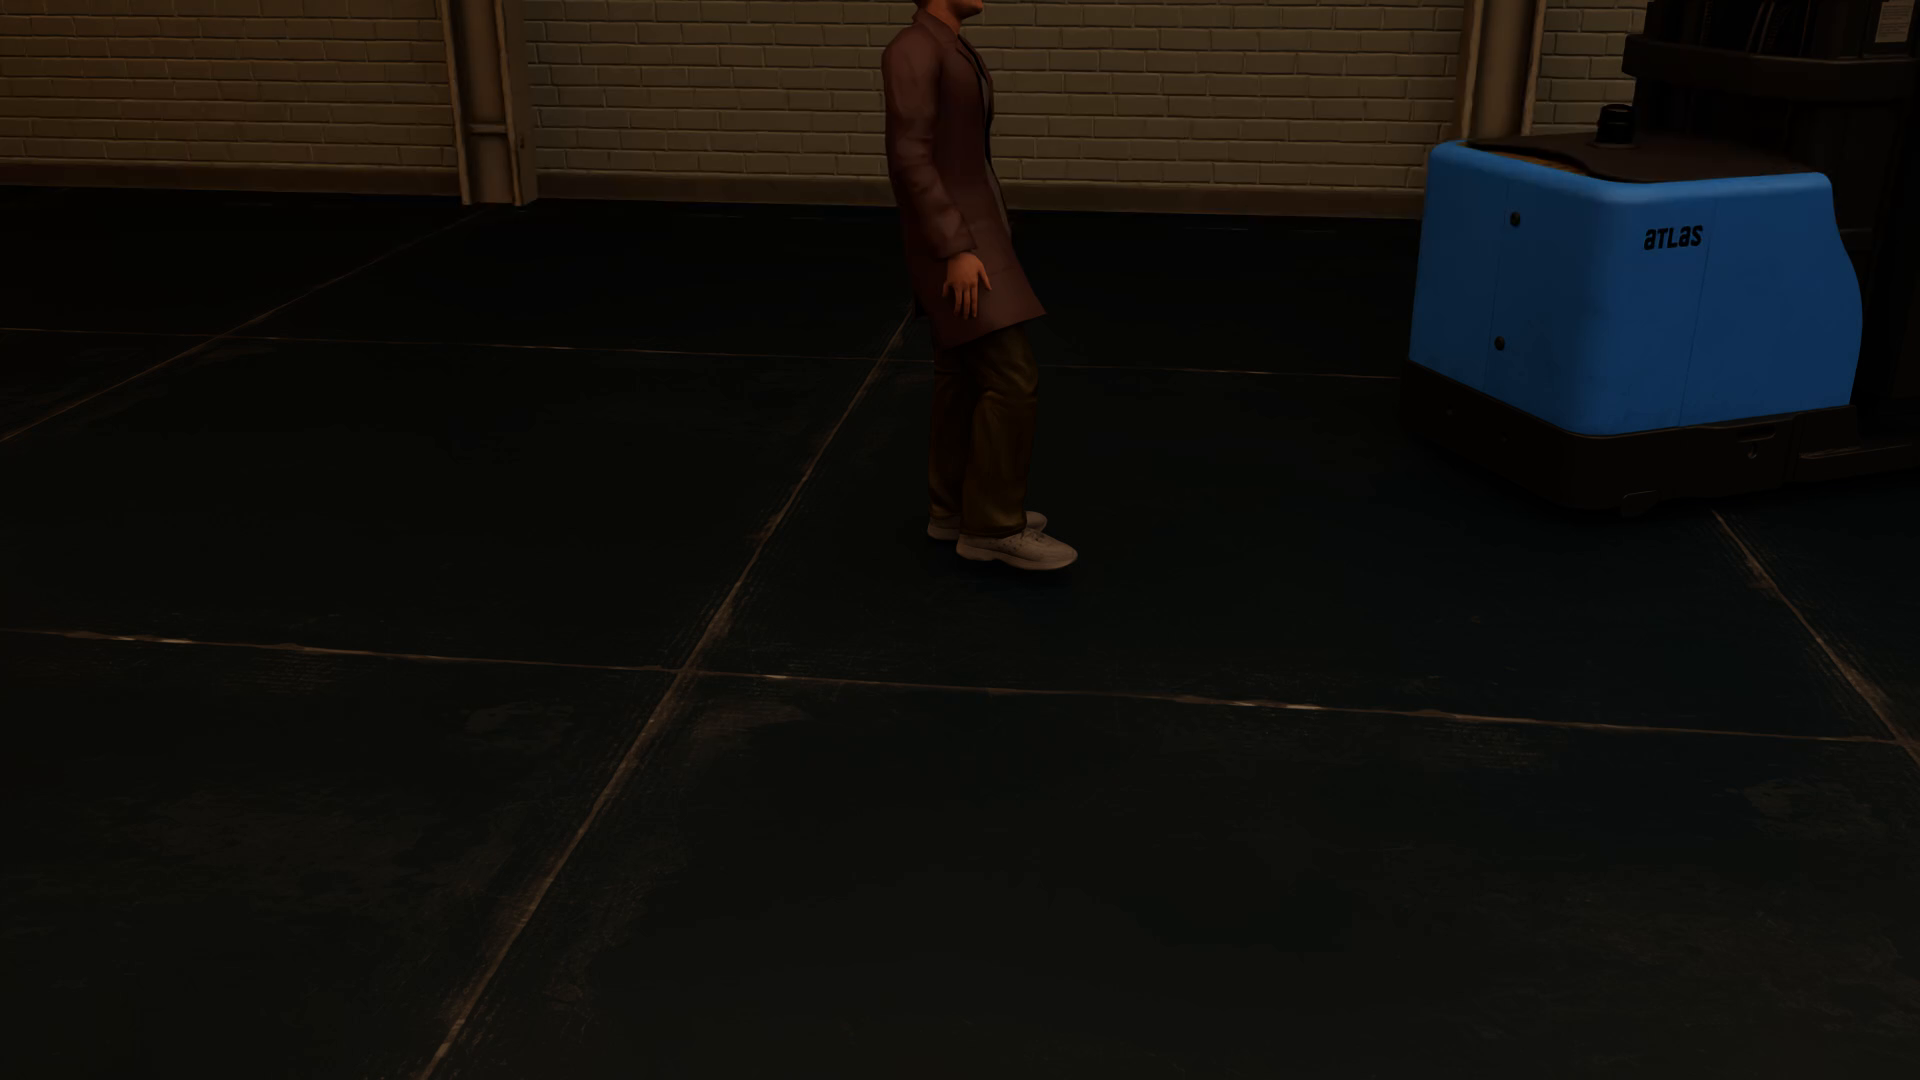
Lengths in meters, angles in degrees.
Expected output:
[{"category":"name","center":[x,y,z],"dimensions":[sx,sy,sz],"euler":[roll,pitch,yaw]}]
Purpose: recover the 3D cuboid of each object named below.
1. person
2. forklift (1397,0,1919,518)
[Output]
[{"category":"person","center":[0.090,-0.825,4.827],"dimensions":[0.583,1.774,0.694],"euler":[3,22,7]},{"category":"forklift","center":[3.165,-1.749,5.598],"dimensions":[3.031,2.935,1.130],"euler":[-8,23,-18]}]
